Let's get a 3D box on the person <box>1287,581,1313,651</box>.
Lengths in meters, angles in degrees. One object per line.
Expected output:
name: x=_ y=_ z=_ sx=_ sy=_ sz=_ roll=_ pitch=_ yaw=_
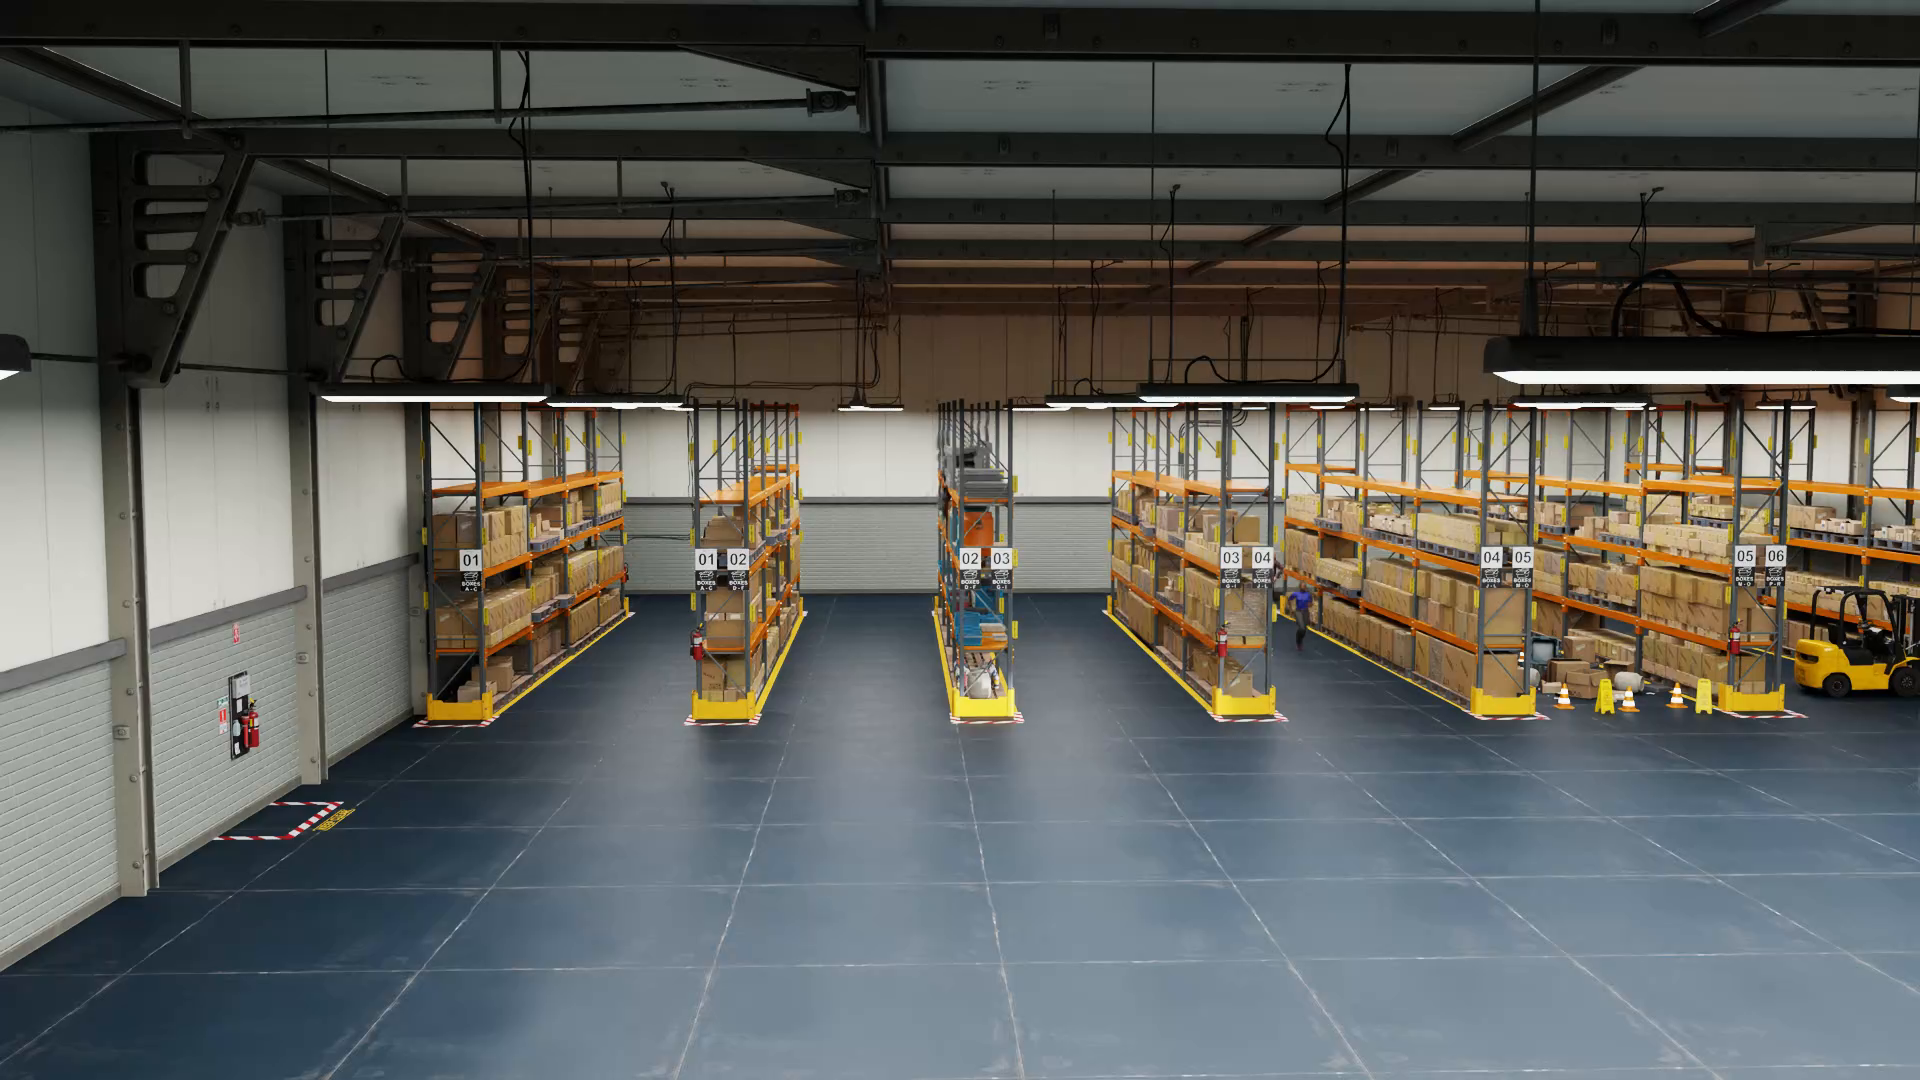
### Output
person: x=8.278 y=1.939 z=40.303 sx=0.543 sy=1.515 sz=0.725 roll=-1 pitch=4 yaw=-12

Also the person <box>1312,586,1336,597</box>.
person: x=10.645 y=1.116 z=49.021 sx=0.993 sy=1.760 sz=0.672 roll=0 pitch=4 yaw=-2

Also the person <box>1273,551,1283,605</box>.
person: x=9.028 y=1.144 z=49.048 sx=0.982 sy=1.711 sz=0.854 roll=1 pitch=4 yaw=9
